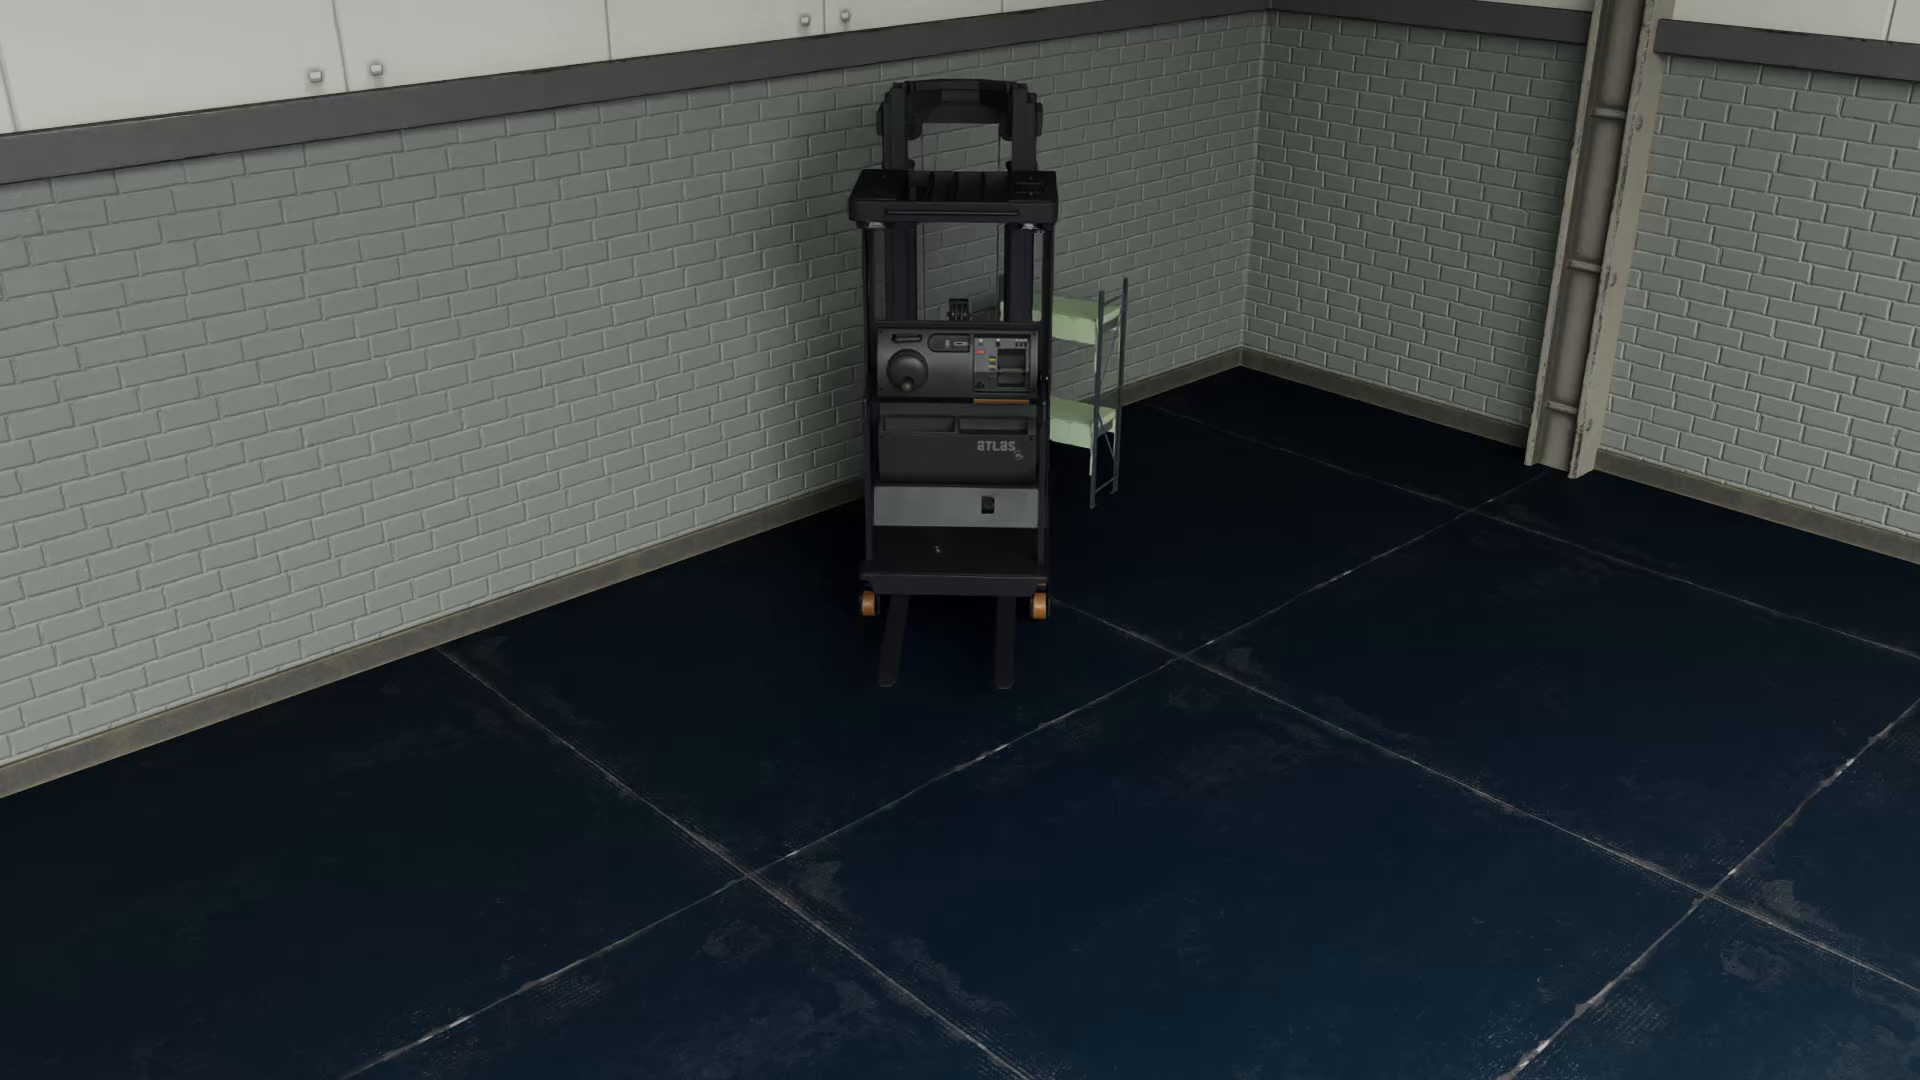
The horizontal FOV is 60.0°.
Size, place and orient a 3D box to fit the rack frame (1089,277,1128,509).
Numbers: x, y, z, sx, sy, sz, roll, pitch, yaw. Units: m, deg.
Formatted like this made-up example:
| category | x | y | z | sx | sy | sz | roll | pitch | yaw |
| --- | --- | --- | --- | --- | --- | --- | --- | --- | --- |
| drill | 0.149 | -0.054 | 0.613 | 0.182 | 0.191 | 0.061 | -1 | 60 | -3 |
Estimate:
| category | x | y | z | sx | sy | sz | roll | pitch | yaw |
| --- | --- | --- | --- | --- | --- | --- | --- | --- | --- |
| rack frame | 0.989 | -0.966 | 11.051 | 0.023 | 1.500 | 0.400 | 14 | 27 | 27 |

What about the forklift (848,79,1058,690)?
| category | x | y | z | sx | sy | sz | roll | pitch | yaw |
| --- | --- | --- | --- | --- | --- | --- | --- | --- | --- |
| forklift | -0.021 | -1.001 | 9.413 | 1.130 | 2.935 | 3.031 | 1 | 25 | 2 |

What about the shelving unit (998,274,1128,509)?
| category | x | y | z | sx | sy | sz | roll | pitch | yaw |
| --- | --- | --- | --- | --- | --- | --- | --- | --- | --- |
| shelving unit | 0.672 | -1.043 | 11.219 | 0.755 | 1.500 | 0.431 | 14 | 27 | 27 |

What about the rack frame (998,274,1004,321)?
| category | x | y | z | sx | sy | sz | roll | pitch | yaw |
| --- | --- | --- | --- | --- | --- | --- | --- | --- | --- |
| rack frame | 0.356 | -1.120 | 11.387 | 0.023 | 1.500 | 0.400 | 14 | 27 | 27 |

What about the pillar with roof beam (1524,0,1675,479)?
| category | x | y | z | sx | sy | sz | roll | pitch | yaw |
| --- | --- | --- | --- | --- | --- | --- | --- | --- | --- |
| pillar with roof beam | 1.153 | -3.405 | 7.372 | 9.100 | 9.000 | 0.400 | -21 | 32 | -38 |

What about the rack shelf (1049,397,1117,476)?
| category | x | y | z | sx | sy | sz | roll | pitch | yaw |
| --- | --- | --- | --- | --- | --- | --- | --- | --- | --- |
| rack shelf | 0.669 | -0.744 | 11.350 | 0.720 | 0.370 | 0.431 | 14 | 27 | 27 |

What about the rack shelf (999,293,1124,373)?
| category | x | y | z | sx | sy | sz | roll | pitch | yaw |
| --- | --- | --- | --- | --- | --- | --- | --- | --- | --- |
| rack shelf | 0.676 | -1.401 | 11.063 | 0.720 | 0.370 | 0.431 | 14 | 27 | 27 |
